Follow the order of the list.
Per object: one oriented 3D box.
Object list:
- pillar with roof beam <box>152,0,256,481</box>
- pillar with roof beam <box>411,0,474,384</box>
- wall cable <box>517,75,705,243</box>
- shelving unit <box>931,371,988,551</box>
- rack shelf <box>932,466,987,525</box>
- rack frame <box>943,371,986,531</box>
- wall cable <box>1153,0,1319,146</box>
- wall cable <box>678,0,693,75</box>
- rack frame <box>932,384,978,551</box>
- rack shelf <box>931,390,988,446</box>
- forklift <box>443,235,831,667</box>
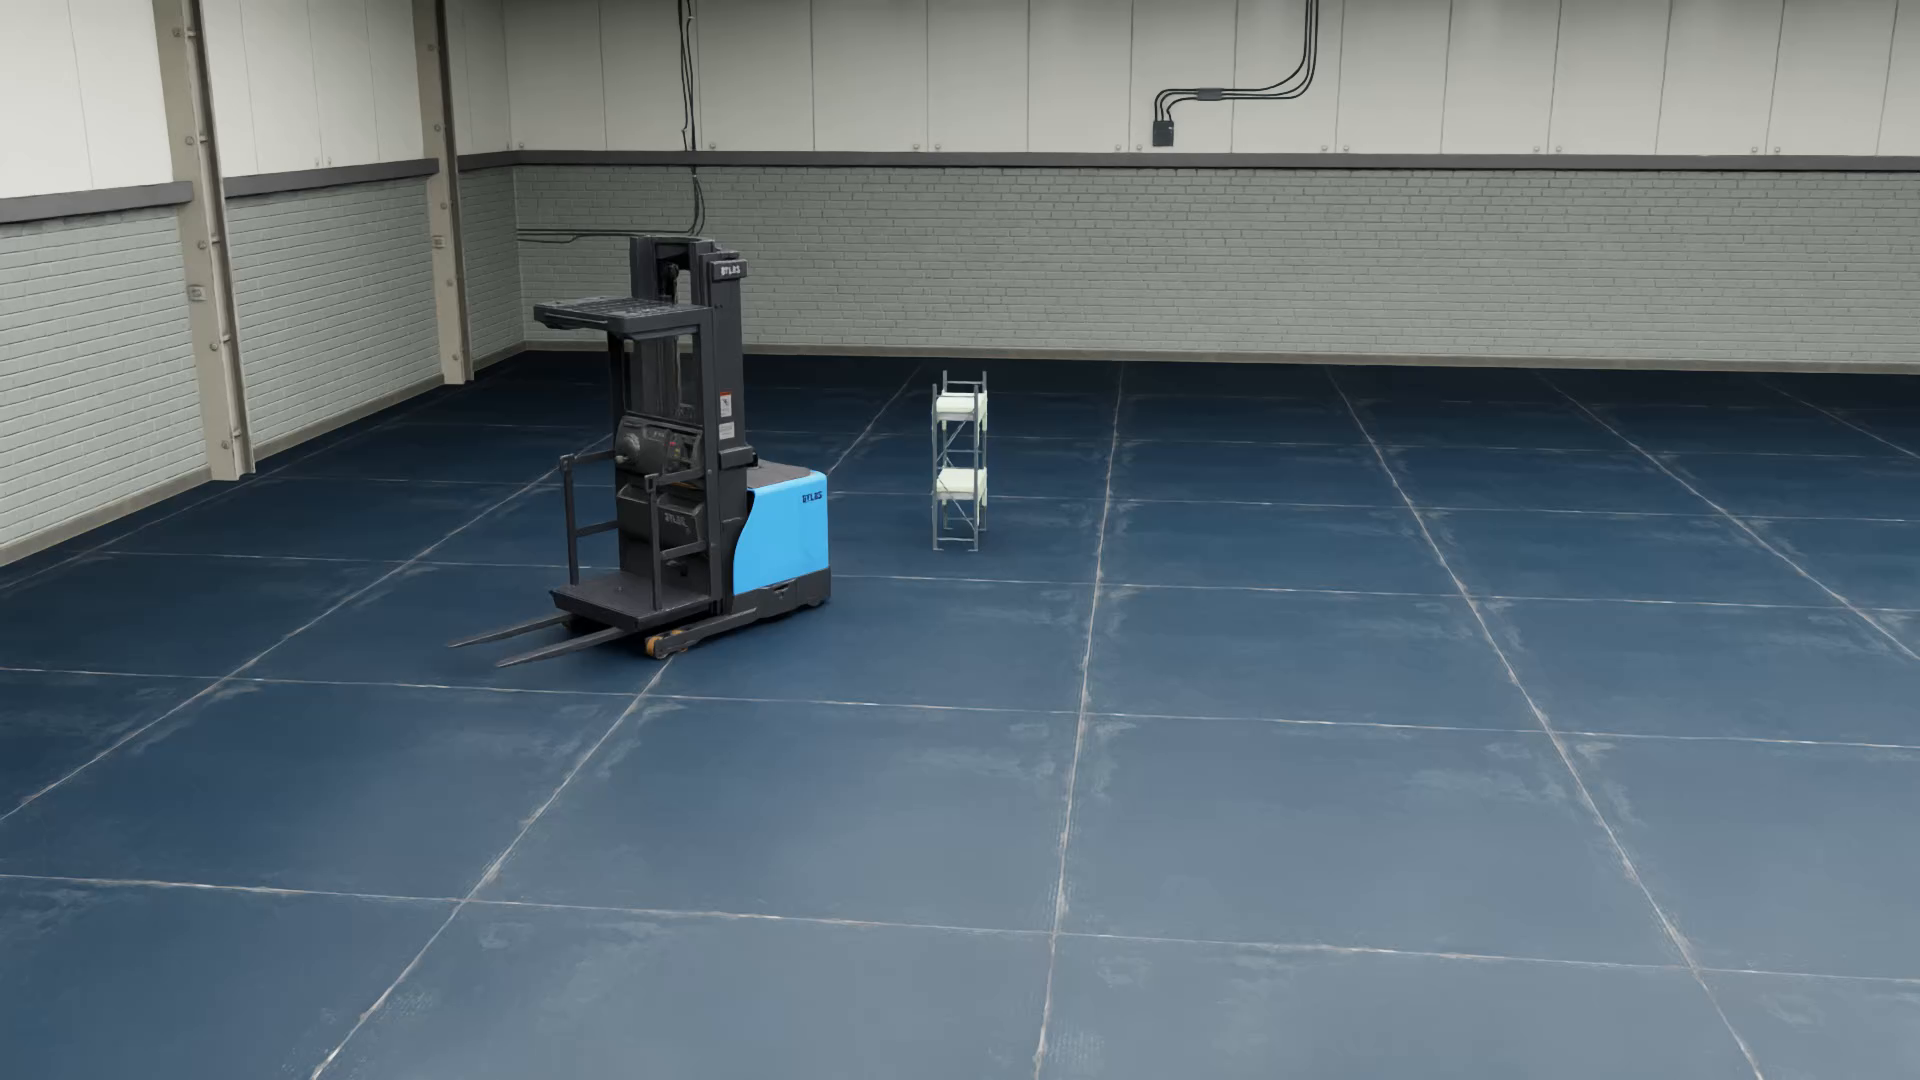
[{"bbox_3d":[-3.499,-4.902,16.140,9.100,9.000,0.400,2,15,6],"label":"pillar with roof beam"},{"bbox_3d":[-2.822,-6.458,21.895,9.100,9.000,0.400,2,15,6],"label":"pillar with roof beam"},{"bbox_3d":[-5.454,-5.811,25.451,3.097,2.526,0.112,2,15,6],"label":"wall cable"},{"bbox_3d":[0.001,-0.726,15.061,0.431,1.500,0.755,2,15,6],"label":"shelving unit"},{"bbox_3d":[0.001,-0.411,15.146,0.431,0.370,0.720,2,15,6],"label":"rack shelf"},{"bbox_3d":[0.042,-0.821,15.412,0.400,1.500,0.023,2,15,6],"label":"rack frame"},{"bbox_3d":[3.977,-8.668,23.552,2.305,6.003,0.169,2,15,6],"label":"wall cable"},{"bbox_3d":[-2.766,-8.170,24.497,3.097,2.526,0.112,2,15,6],"label":"wall cable"},{"bbox_3d":[-0.041,-0.631,14.710,0.400,1.500,0.023,2,15,6],"label":"rack frame"},{"bbox_3d":[0.001,-1.102,14.959,0.431,0.370,0.720,2,15,6],"label":"rack shelf"},{"bbox_3d":[-2.380,-0.699,12.221,1.130,2.935,3.031,13,20,39],"label":"forklift"}]
